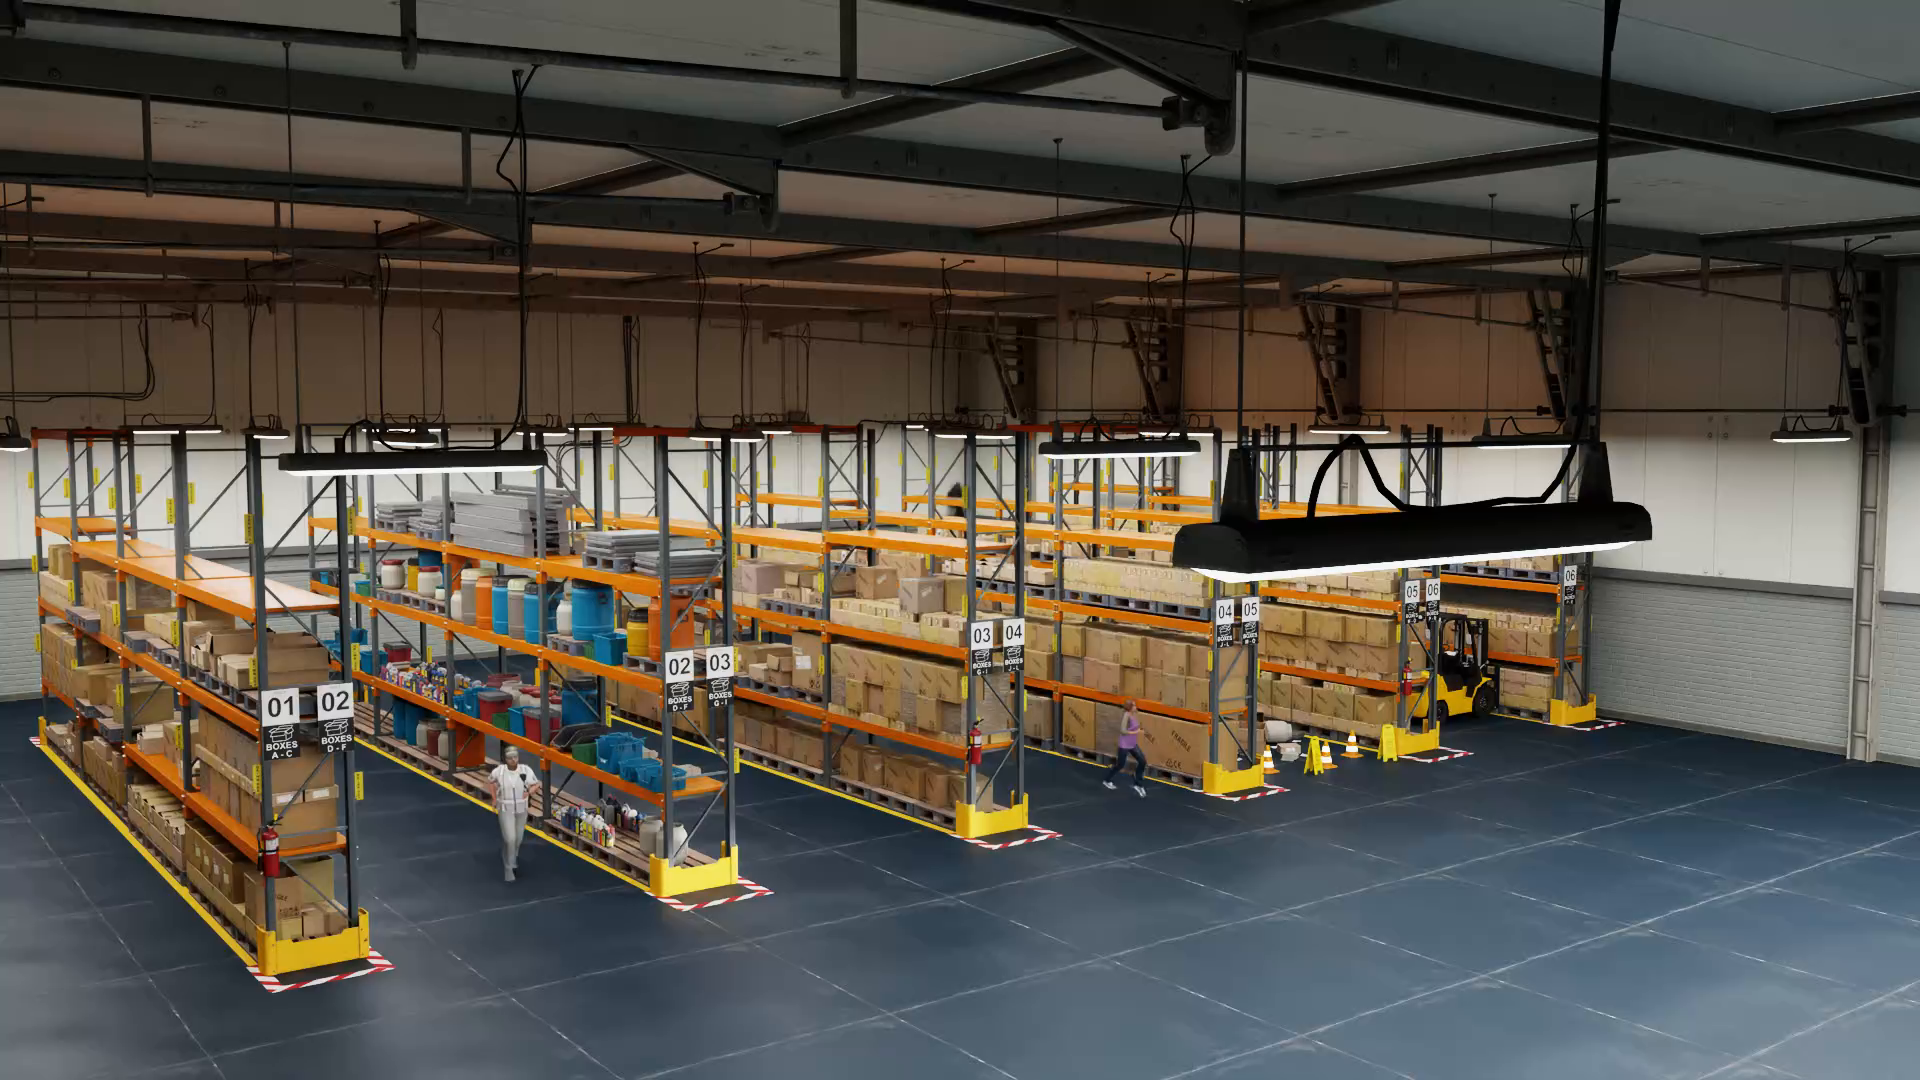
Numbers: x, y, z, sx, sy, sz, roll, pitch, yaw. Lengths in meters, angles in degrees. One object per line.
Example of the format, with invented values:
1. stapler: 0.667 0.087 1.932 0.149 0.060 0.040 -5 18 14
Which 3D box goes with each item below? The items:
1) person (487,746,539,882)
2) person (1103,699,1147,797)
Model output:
1. person: -6.053 3.677 22.578 0.644 1.841 0.802 -2 5 -27
2. person: 2.677 3.408 27.260 0.775 1.635 0.498 3 5 35
